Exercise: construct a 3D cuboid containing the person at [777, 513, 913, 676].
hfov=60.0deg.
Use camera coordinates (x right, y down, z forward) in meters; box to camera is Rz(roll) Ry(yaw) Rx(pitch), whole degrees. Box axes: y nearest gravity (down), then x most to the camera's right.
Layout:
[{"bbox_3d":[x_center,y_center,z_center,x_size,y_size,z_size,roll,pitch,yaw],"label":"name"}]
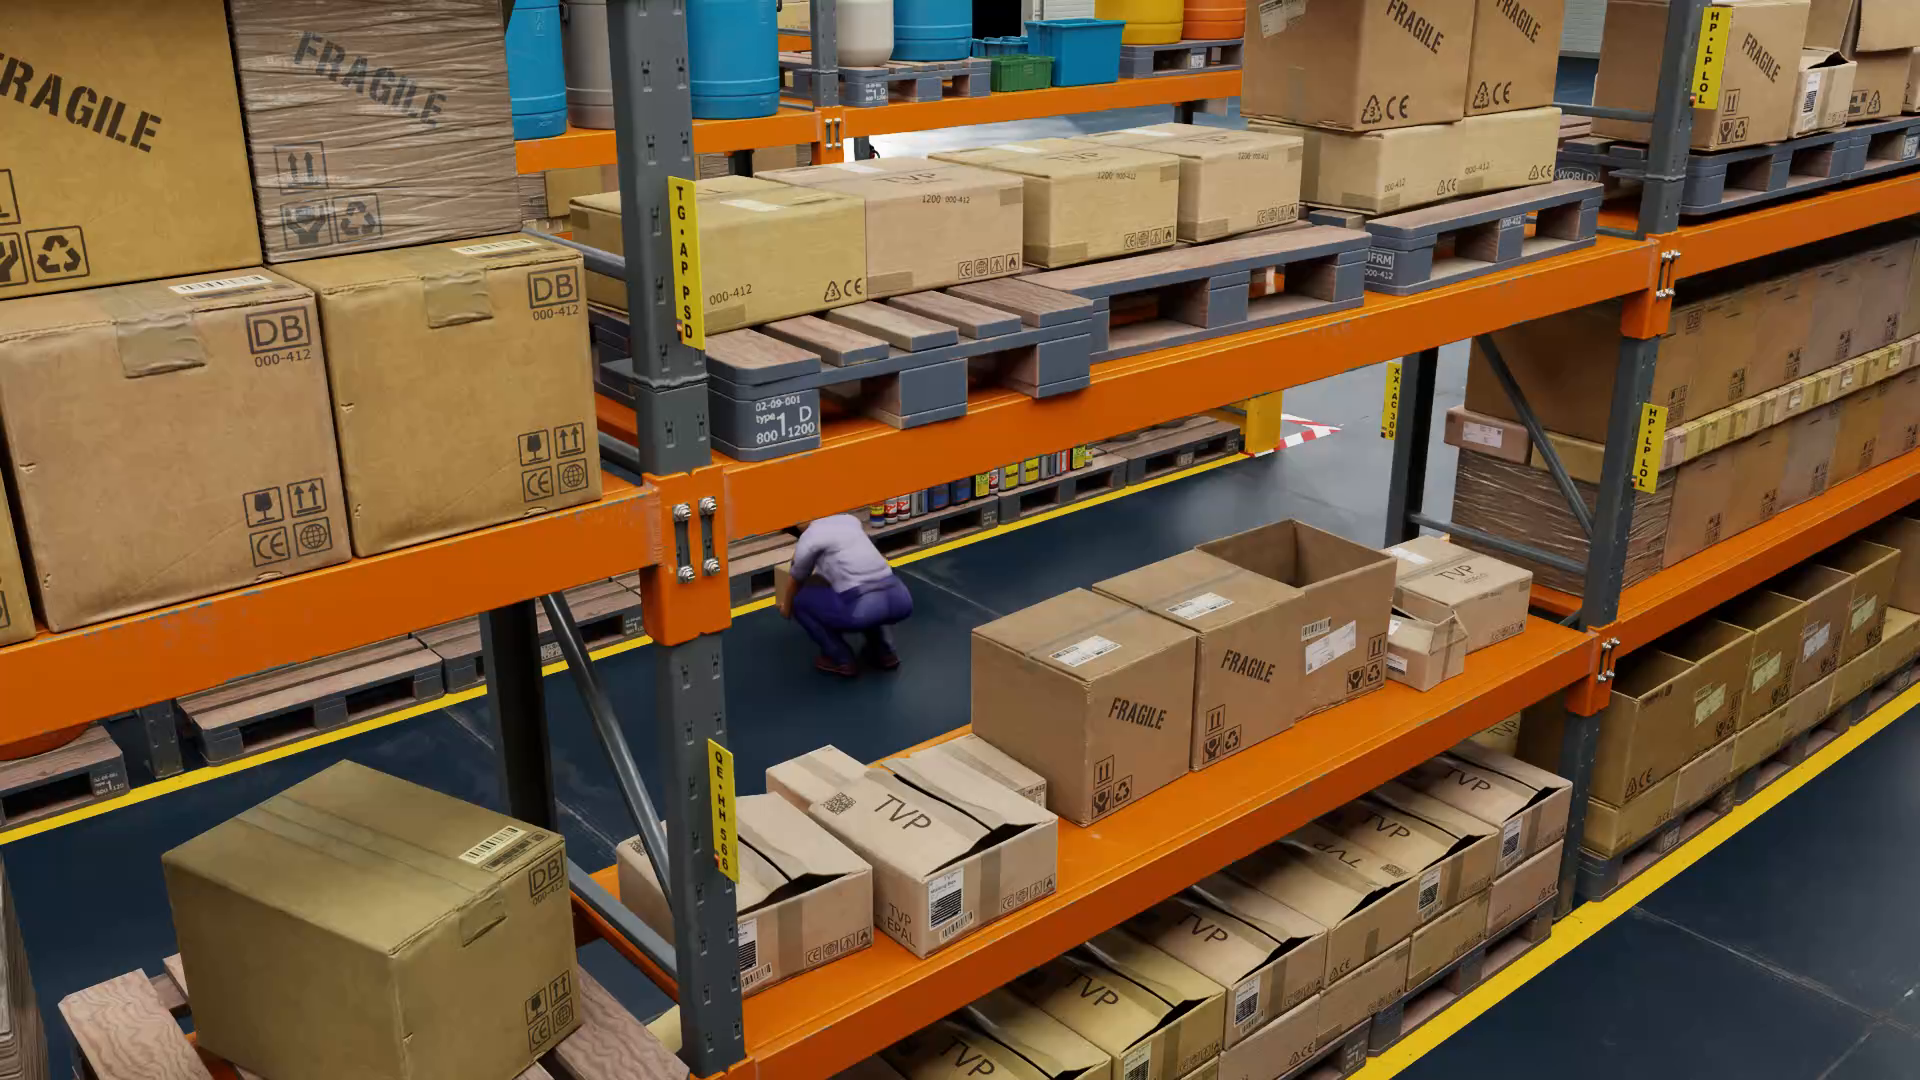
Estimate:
[{"bbox_3d":[-0.640,0.227,9.017,0.505,0.943,0.834,-18,27,-38],"label":"person"}]
